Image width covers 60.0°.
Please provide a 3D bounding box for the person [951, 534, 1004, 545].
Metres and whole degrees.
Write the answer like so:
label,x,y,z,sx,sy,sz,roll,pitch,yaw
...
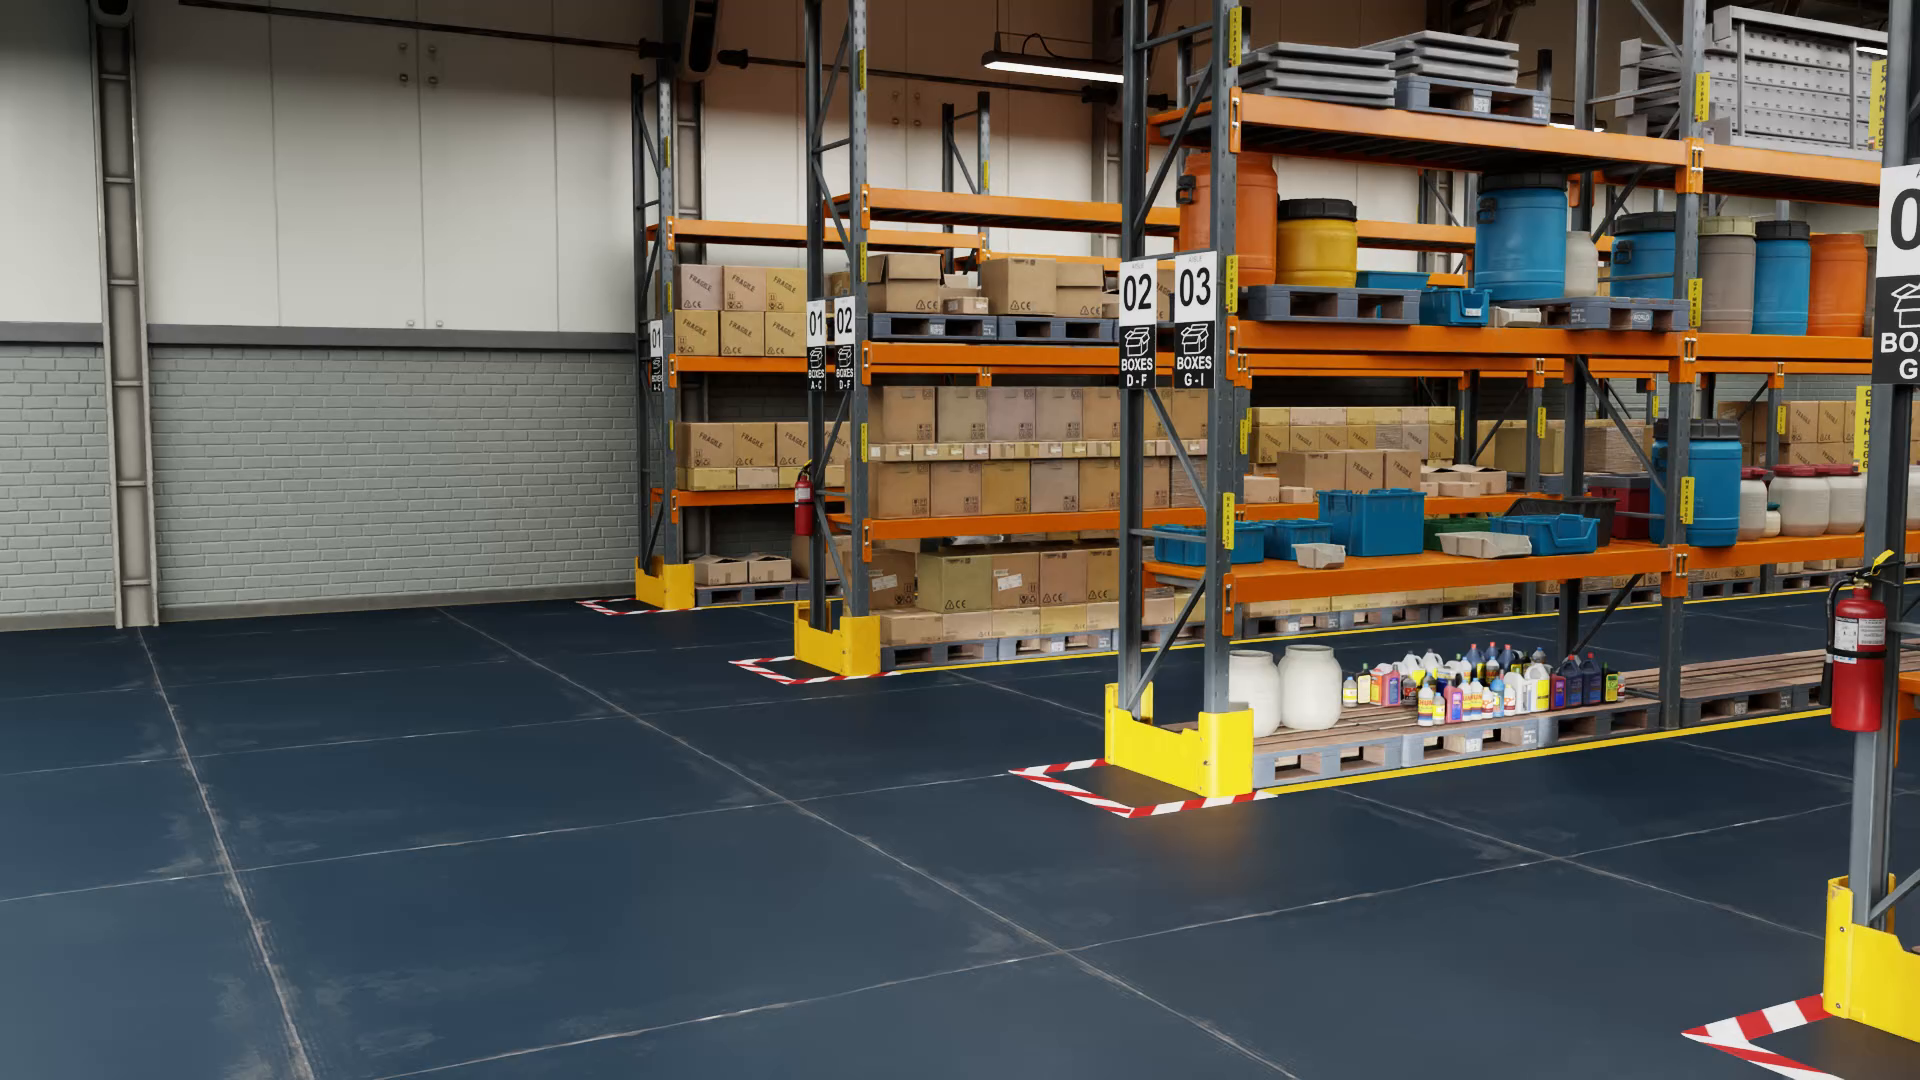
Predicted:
label,x,y,z,sx,sy,sz,roll,pitch,yaw
person,0.135,-0.097,18.153,0.765,1.774,0.675,2,5,18
